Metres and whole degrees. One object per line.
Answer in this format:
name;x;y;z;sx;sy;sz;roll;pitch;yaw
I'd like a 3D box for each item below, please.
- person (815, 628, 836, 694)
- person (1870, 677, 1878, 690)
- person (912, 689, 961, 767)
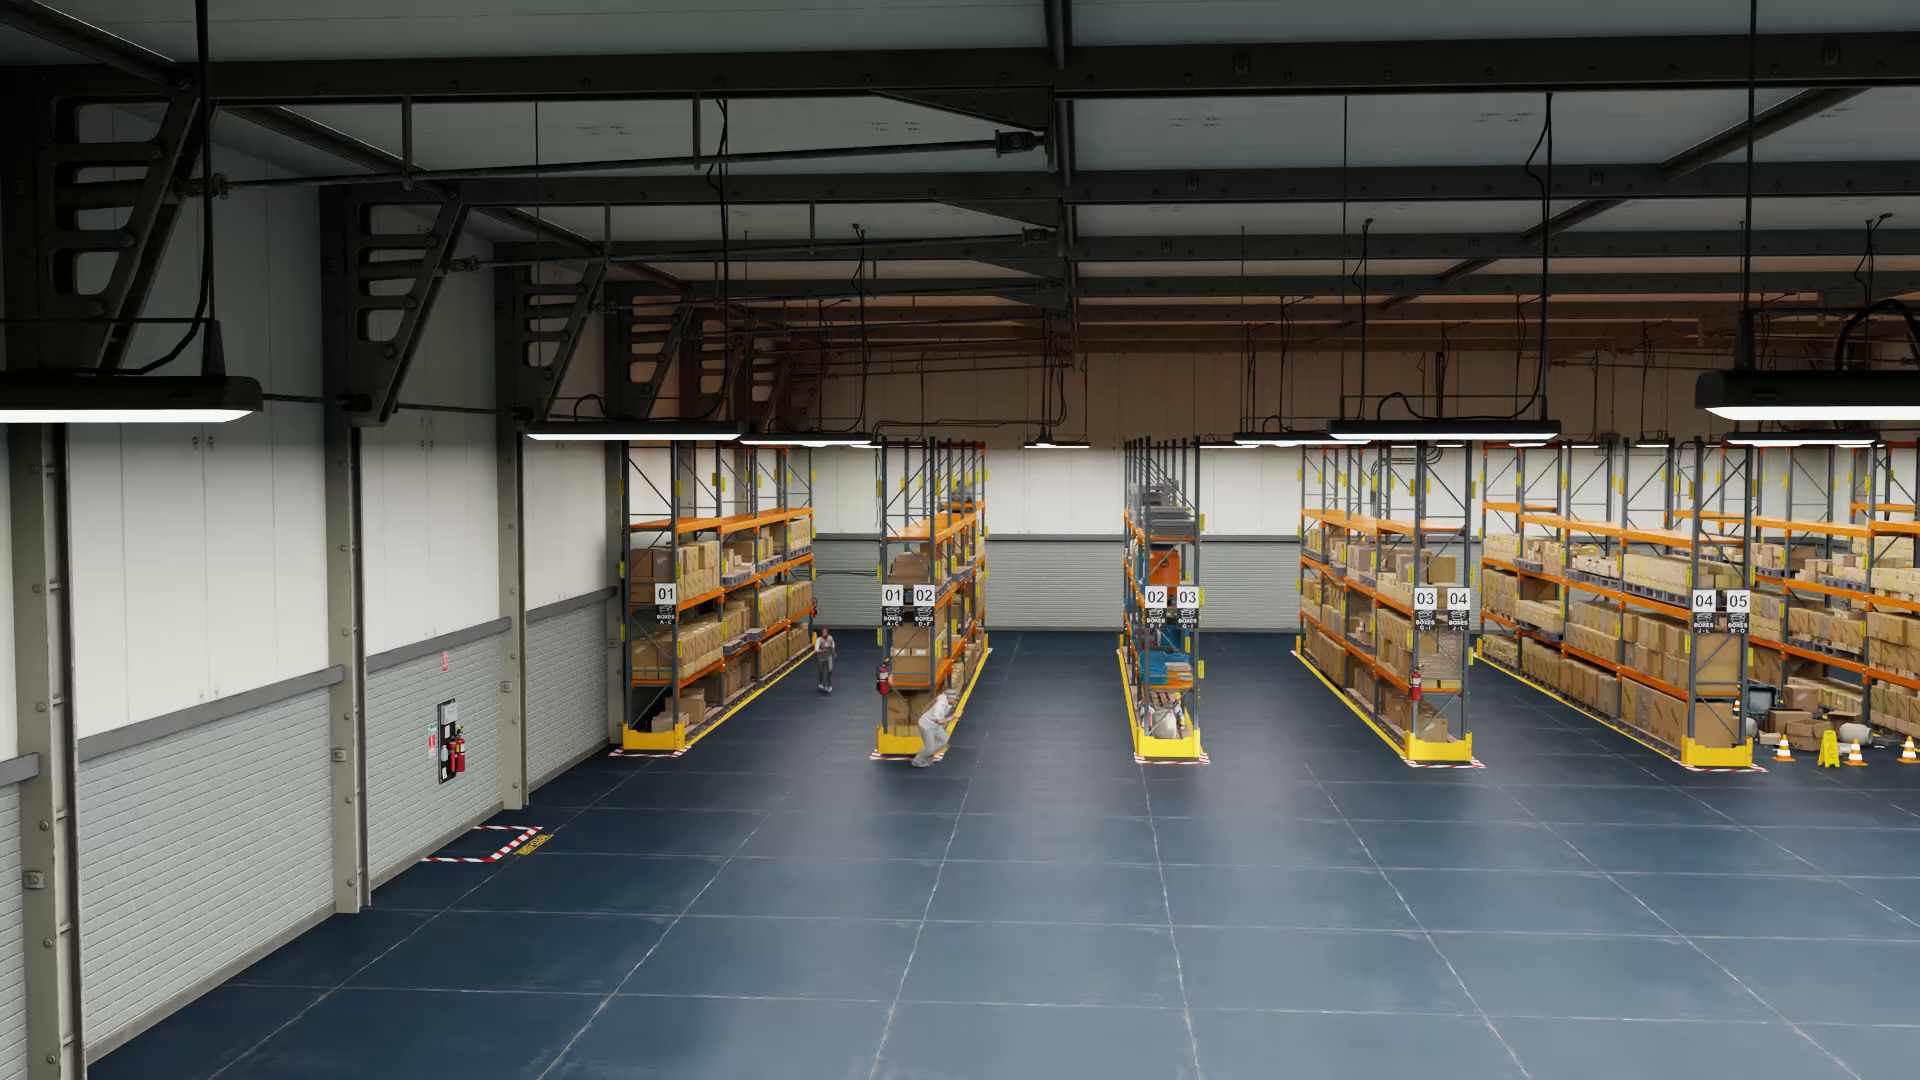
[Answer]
person;-3.199;2.848;39.447;0.541;1.544;0.904;-1;3;-14
person;21.725;2.805;39.149;0.576;1.622;0.866;0;3;-3
person;-0.421;3.389;29.890;1.026;1.467;0.647;1;3;23
